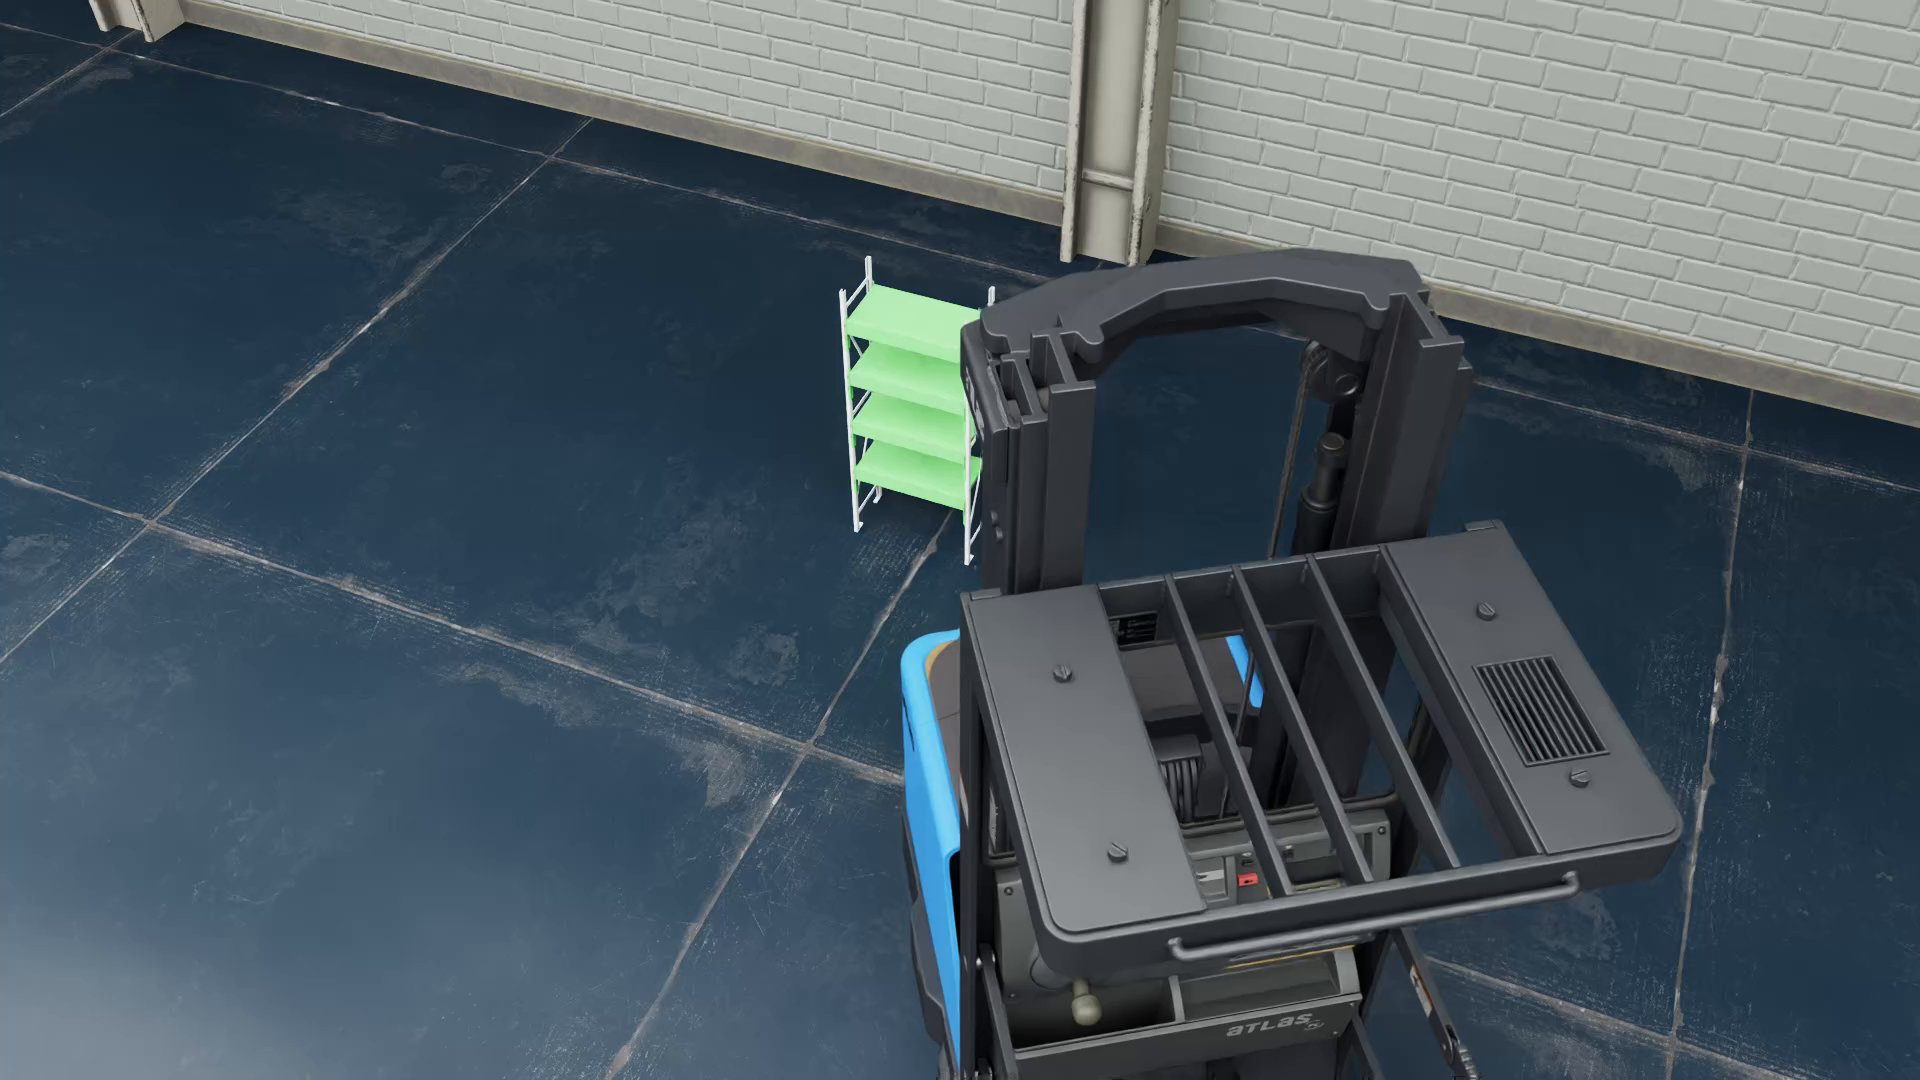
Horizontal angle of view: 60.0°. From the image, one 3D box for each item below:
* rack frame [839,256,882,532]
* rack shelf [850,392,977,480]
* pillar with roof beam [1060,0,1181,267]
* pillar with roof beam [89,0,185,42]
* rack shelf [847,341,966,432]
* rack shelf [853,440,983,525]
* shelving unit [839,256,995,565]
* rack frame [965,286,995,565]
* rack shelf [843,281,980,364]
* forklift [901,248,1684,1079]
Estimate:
[{"bbox_3d":[-0.378,-0.537,6.439,0.015,1.200,0.240,16,47,16],"label":"rack frame"},{"bbox_3d":[-0.153,-0.425,6.417,0.480,0.148,0.258,16,47,16],"label":"rack shelf"},{"bbox_3d":[-0.929,-1.800,2.180,0.400,9.000,9.100,16,47,16],"label":"pillar with roof beam"},{"bbox_3d":[-6.467,-3.430,3.817,0.400,9.000,9.100,16,47,16],"label":"pillar with roof beam"},{"bbox_3d":[-0.153,-0.595,6.248,0.480,0.148,0.258,16,47,16],"label":"rack shelf"},{"bbox_3d":[-0.153,-0.255,6.586,0.480,0.148,0.258,16,47,16],"label":"rack shelf"},{"bbox_3d":[-0.153,-0.470,6.372,0.503,1.200,0.258,16,47,16],"label":"shelving unit"},{"bbox_3d":[0.072,-0.404,6.305,0.015,1.200,0.240,16,47,16],"label":"rack frame"},{"bbox_3d":[-0.153,-0.765,6.078,0.480,0.148,0.258,16,47,16],"label":"rack shelf"},{"bbox_3d":[0.588,0.968,3.699,1.130,2.935,3.031,-8,45,-8],"label":"forklift"}]
